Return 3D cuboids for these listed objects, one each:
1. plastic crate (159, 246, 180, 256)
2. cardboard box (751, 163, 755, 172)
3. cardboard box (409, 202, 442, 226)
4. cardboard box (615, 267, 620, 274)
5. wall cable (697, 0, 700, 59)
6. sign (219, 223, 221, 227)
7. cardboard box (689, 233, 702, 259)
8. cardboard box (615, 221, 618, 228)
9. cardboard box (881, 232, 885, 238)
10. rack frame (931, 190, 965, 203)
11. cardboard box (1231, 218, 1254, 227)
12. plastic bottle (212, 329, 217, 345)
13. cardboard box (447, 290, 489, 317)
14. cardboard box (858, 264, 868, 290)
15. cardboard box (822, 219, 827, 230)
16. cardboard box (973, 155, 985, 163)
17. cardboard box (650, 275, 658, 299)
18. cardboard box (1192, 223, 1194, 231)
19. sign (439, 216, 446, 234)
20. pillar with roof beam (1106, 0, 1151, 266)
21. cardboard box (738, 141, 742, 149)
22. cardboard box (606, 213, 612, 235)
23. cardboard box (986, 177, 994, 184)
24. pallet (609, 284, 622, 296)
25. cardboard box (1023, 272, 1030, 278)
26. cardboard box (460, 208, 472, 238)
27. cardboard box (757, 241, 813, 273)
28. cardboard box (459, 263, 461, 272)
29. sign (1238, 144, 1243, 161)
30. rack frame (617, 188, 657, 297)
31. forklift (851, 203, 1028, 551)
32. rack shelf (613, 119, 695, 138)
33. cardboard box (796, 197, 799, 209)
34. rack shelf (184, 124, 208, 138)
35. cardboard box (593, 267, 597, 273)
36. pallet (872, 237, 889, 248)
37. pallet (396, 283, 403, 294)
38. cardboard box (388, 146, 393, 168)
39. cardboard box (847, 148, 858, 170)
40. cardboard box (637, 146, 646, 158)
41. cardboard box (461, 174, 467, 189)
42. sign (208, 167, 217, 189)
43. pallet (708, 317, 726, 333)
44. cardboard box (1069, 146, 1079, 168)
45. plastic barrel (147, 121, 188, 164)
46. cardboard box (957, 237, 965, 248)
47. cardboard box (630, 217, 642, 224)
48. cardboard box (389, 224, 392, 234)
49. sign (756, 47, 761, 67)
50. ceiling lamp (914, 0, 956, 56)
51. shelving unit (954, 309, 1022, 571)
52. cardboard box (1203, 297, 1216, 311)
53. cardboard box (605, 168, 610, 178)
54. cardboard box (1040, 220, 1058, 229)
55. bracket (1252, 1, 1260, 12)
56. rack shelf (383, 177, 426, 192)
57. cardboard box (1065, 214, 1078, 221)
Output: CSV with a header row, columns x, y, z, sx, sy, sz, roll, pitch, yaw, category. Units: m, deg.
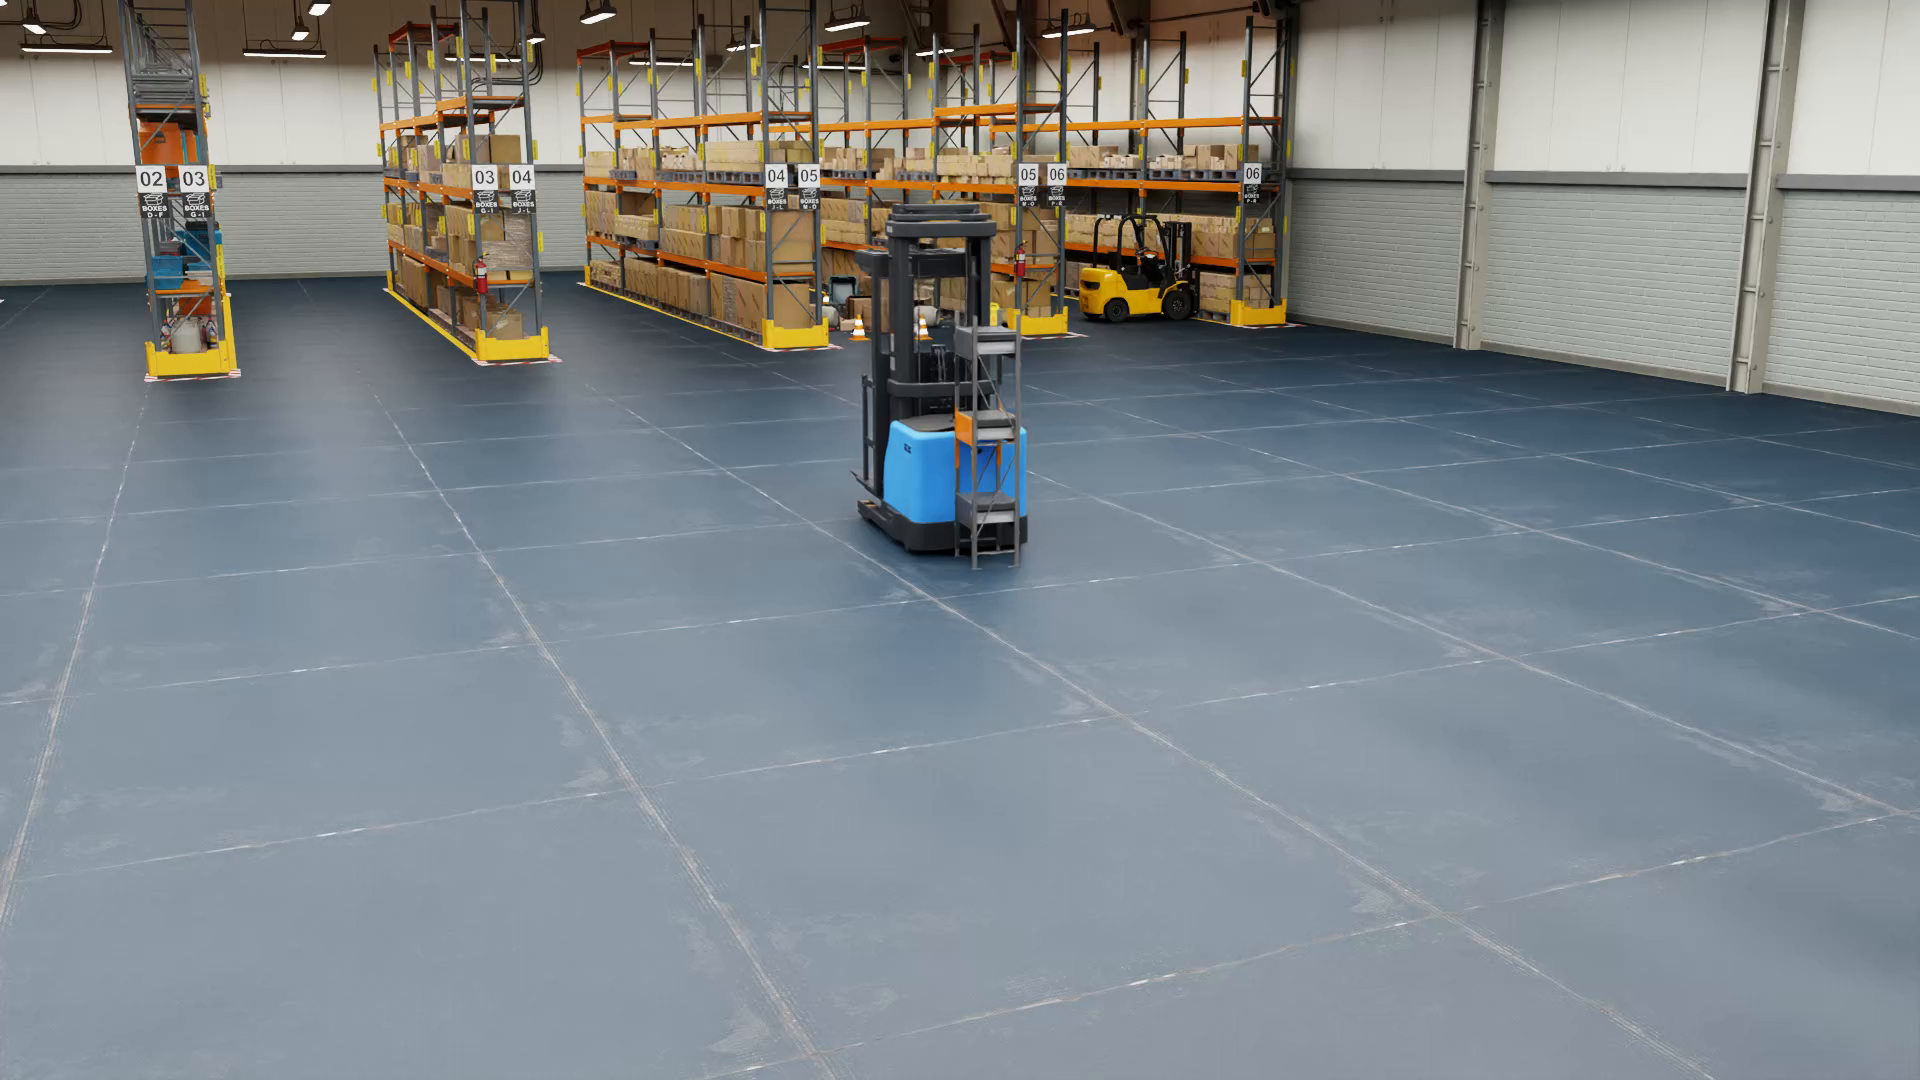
x,y,z,sx,sy,sz,roll,pitch,yaw,category
-14.169,-5.020,29.764,0.402,0.464,0.583,-6,14,-23,plastic crate
-3.513,-6.647,29.687,0.380,0.149,0.250,-5,14,-22,cardboard box
-12.098,-7.422,37.841,0.797,0.503,0.637,-6,14,-24,cardboard box
-8.296,-6.648,41.014,0.380,0.149,0.250,-5,14,-22,cardboard box
-8.837,-15.593,48.979,2.355,3.000,0.029,-6,14,-23,wall cable
-18.004,-7.528,40.381,0.100,0.325,0.005,-6,14,-23,sign
-5.228,-6.027,34.038,0.500,0.500,0.500,-6,14,-24,cardboard box
-8.040,-7.548,39.794,0.380,0.149,0.250,-5,14,-22,cardboard box
-1.569,-6.961,37.920,0.380,0.149,0.250,-7,15,-27,cardboard box
-0.337,-9.187,47.911,1.000,3.000,0.127,-6,14,-23,rack frame
5.736,-6.446,33.748,0.380,0.149,0.250,-6,14,-23,cardboard box
-12.607,-3.432,28.093,0.061,0.283,0.133,-5,14,-22,plastic bottle
-9.781,-4.705,33.112,0.700,0.500,0.500,-7,15,-28,cardboard box
-1.879,-6.405,39.671,0.875,0.875,0.875,-6,14,-23,cardboard box
-3.129,-7.860,41.403,0.500,0.250,0.500,-5,14,-22,cardboard box
0.475,-7.517,32.831,0.380,0.149,0.250,-5,14,-22,cardboard box
-6.677,-5.716,37.527,0.500,0.500,0.500,-6,14,-23,cardboard box
5.123,-6.615,35.138,0.380,0.149,0.250,-6,14,-23,cardboard box
-9.664,-5.877,31.041,0.100,0.325,0.005,-6,14,-23,sign
0.271,-9.880,37.601,9.100,9.000,0.548,-6,14,-23,pillar with roof beam
-3.820,-7.194,30.282,0.380,0.149,0.250,-6,14,-23,cardboard box
-8.436,-7.819,41.119,0.500,0.500,0.500,-6,14,-25,cardboard box
0.738,-7.031,32.503,0.380,0.149,0.250,-6,14,-23,cardboard box
-8.078,-6.220,41.278,1.003,0.211,1.213,-6,14,-23,pallet
1.873,-6.907,42.671,0.500,0.500,0.500,-6,14,-25,cardboard box
-8.405,-5.515,28.949,0.500,0.500,0.500,-6,14,-23,cardboard box
-3.159,-5.110,29.963,0.875,0.550,0.550,-6,14,-23,cardboard box
-8.823,-4.913,30.004,0.380,0.149,0.250,-6,14,-23,cardboard box
5.570,-7.689,33.000,0.100,0.325,0.005,-6,14,-23,sign
-7.776,-7.443,40.378,1.000,3.000,0.127,-6,14,-23,rack frame
-0.336,-1.620,15.369,1.130,2.935,3.031,-4,14,-17,forklift
-6.975,-9.408,38.042,1.077,0.370,4.000,-6,14,-23,rack shelf
-3.919,-8.625,43.045,0.500,0.500,0.500,-6,14,-24,cardboard box
-17.701,-9.359,37.835,1.077,0.370,4.000,-6,14,-23,rack shelf
-9.346,-7.037,43.355,0.380,0.149,0.250,-6,14,-23,cardboard box
-1.296,-6.854,38.256,1.213,0.211,1.003,-6,14,-23,pallet
-13.572,-6.326,41.734,1.003,0.211,1.213,-6,14,-23,pallet
-13.591,-9.376,40.702,0.700,0.500,0.500,-6,14,-25,cardboard box
-2.249,-8.987,39.242,0.700,0.500,0.500,-6,15,-26,cardboard box
-7.108,-8.824,37.771,0.396,0.266,0.258,-6,14,-23,cardboard box
-8.183,-6.105,28.275,0.500,0.250,0.500,-6,14,-23,cardboard box
-11.587,-5.604,25.759,0.100,0.325,0.005,-6,14,-23,sign
-4.339,-4.268,32.842,1.003,0.211,1.213,-6,14,-23,pallet
2.935,-9.126,39.620,0.500,0.500,0.500,-5,14,-22,cardboard box
-13.394,-6.611,28.086,0.600,0.901,0.708,-6,14,-23,plastic barrel
0.256,-6.130,33.820,0.500,0.500,0.500,-6,14,-23,cardboard box
-7.410,-7.370,38.368,0.380,0.149,0.250,-5,14,-21,cardboard box
-13.804,-7.684,41.091,0.500,0.250,0.500,-6,14,-24,cardboard box
-3.472,-8.334,28.676,0.100,0.325,0.005,-6,14,-23,sign
-0.412,-13.755,41.400,0.800,3.185,2.000,-6,14,-23,ceiling lamp
0.224,-0.834,13.817,0.431,2.100,0.503,-4,14,-17,shelving unit
5.404,-4.918,34.635,0.500,0.250,0.500,-6,14,-23,cardboard box
-8.409,-9.013,40.840,0.500,0.250,0.500,-6,14,-23,cardboard box
2.149,-7.854,41.555,0.500,0.250,0.500,-6,14,-26,cardboard box
6.128,-10.837,33.751,0.235,0.232,0.430,-6,14,-23,bracket
-13.162,-8.540,40.061,1.077,0.370,4.000,-6,14,-23,rack shelf
2.726,-7.806,40.286,0.380,0.149,0.250,-5,14,-21,cardboard box
